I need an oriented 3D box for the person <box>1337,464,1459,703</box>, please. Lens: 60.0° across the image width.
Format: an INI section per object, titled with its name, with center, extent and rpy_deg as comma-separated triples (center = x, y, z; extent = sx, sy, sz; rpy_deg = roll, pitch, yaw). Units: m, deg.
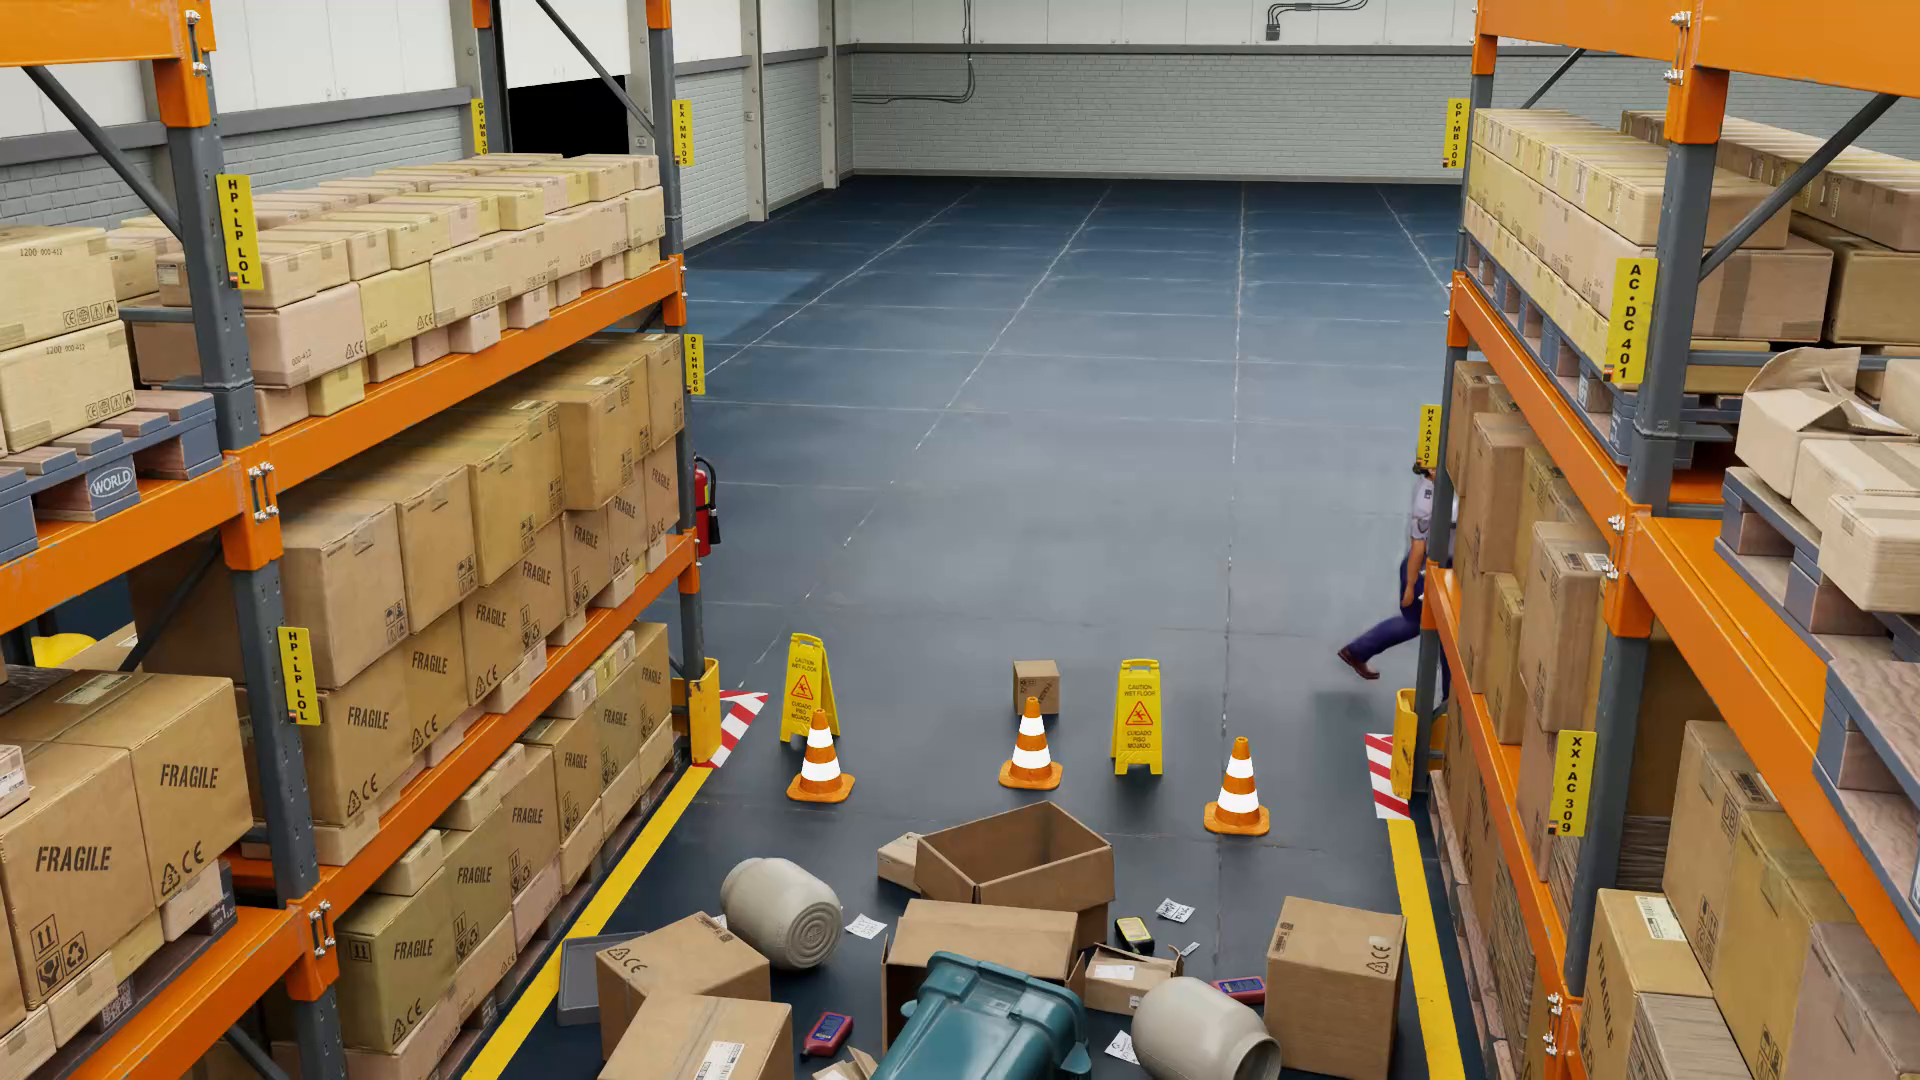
[person]
center = 2.776, 0.202, 9.951
extent = 0.935, 1.585, 0.471
rpy_deg = 4, 18, 12
